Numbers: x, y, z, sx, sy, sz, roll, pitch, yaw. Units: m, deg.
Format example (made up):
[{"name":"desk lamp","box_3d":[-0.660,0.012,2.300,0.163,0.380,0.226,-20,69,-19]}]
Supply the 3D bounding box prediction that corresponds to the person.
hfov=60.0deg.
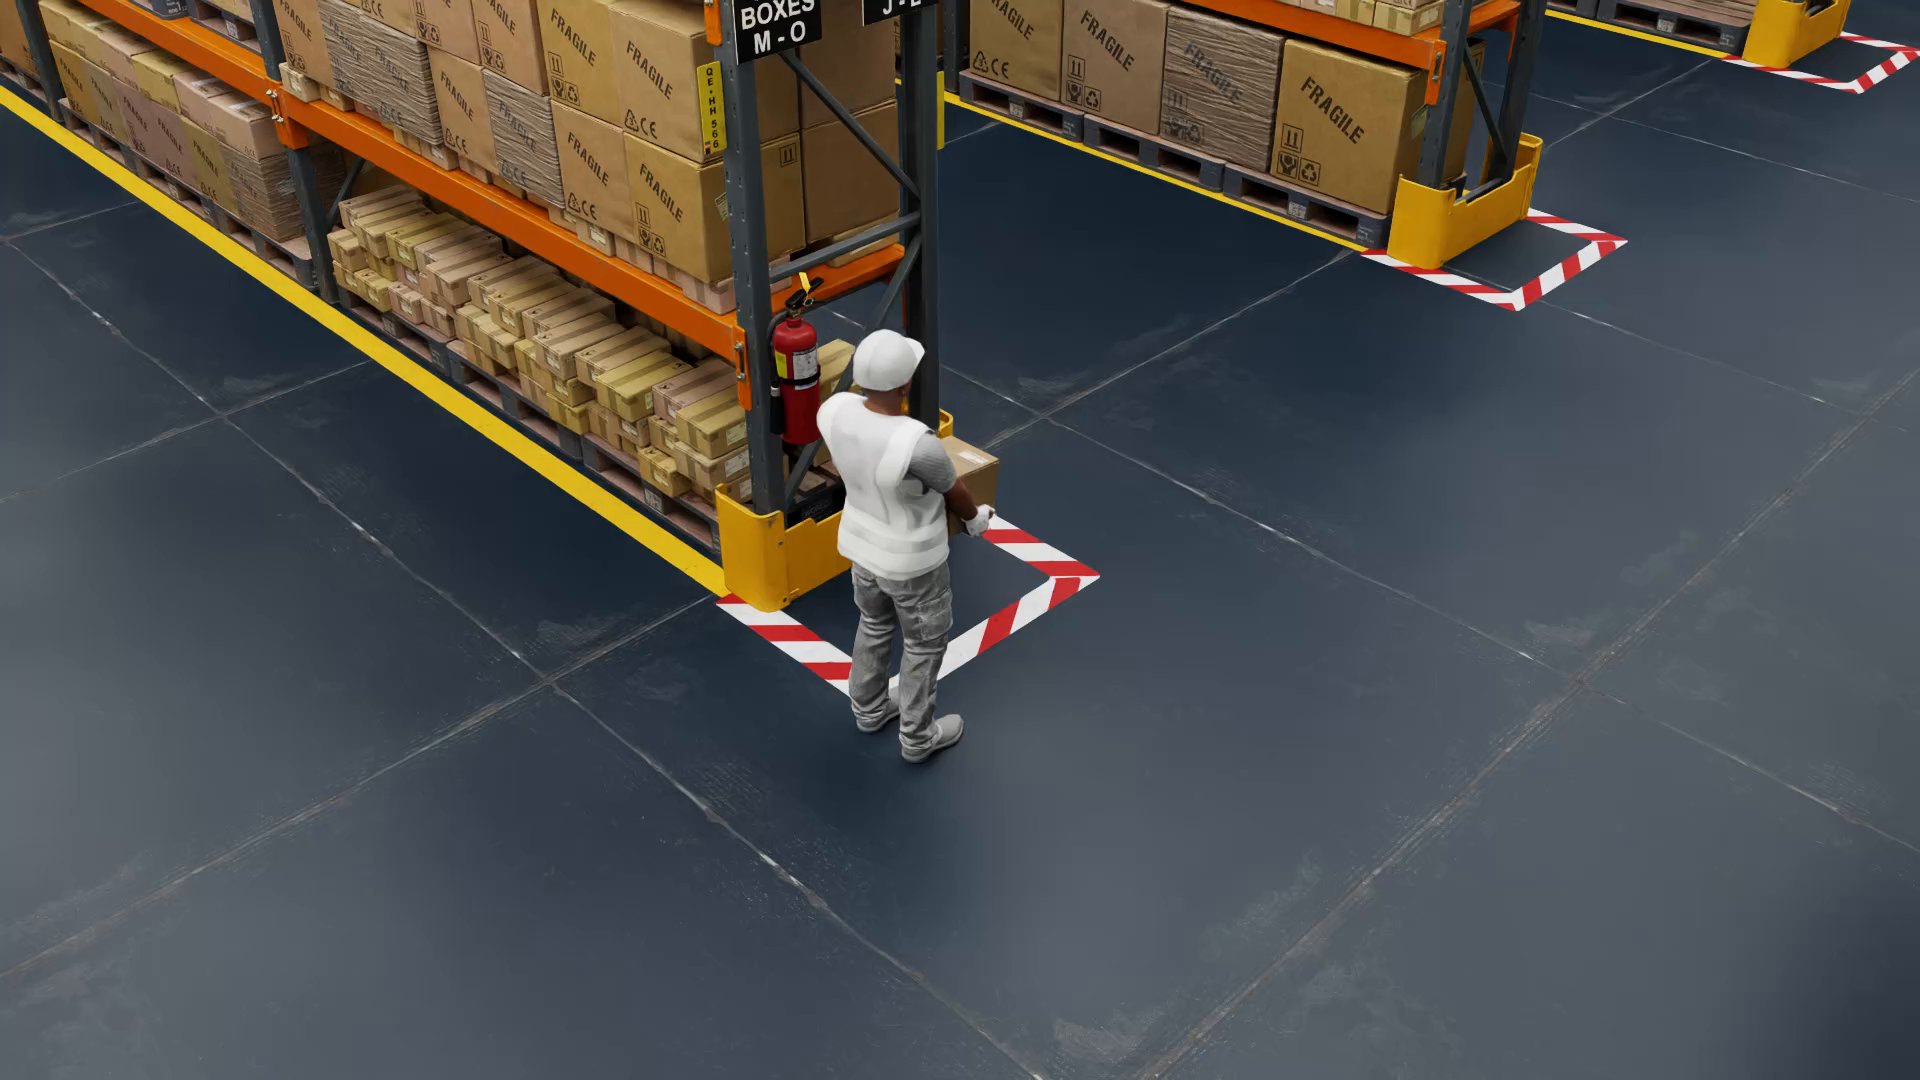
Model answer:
[{"name":"person","box_3d":[-0.172,-0.013,6.146,0.489,1.782,0.566,28,44,34]}]
